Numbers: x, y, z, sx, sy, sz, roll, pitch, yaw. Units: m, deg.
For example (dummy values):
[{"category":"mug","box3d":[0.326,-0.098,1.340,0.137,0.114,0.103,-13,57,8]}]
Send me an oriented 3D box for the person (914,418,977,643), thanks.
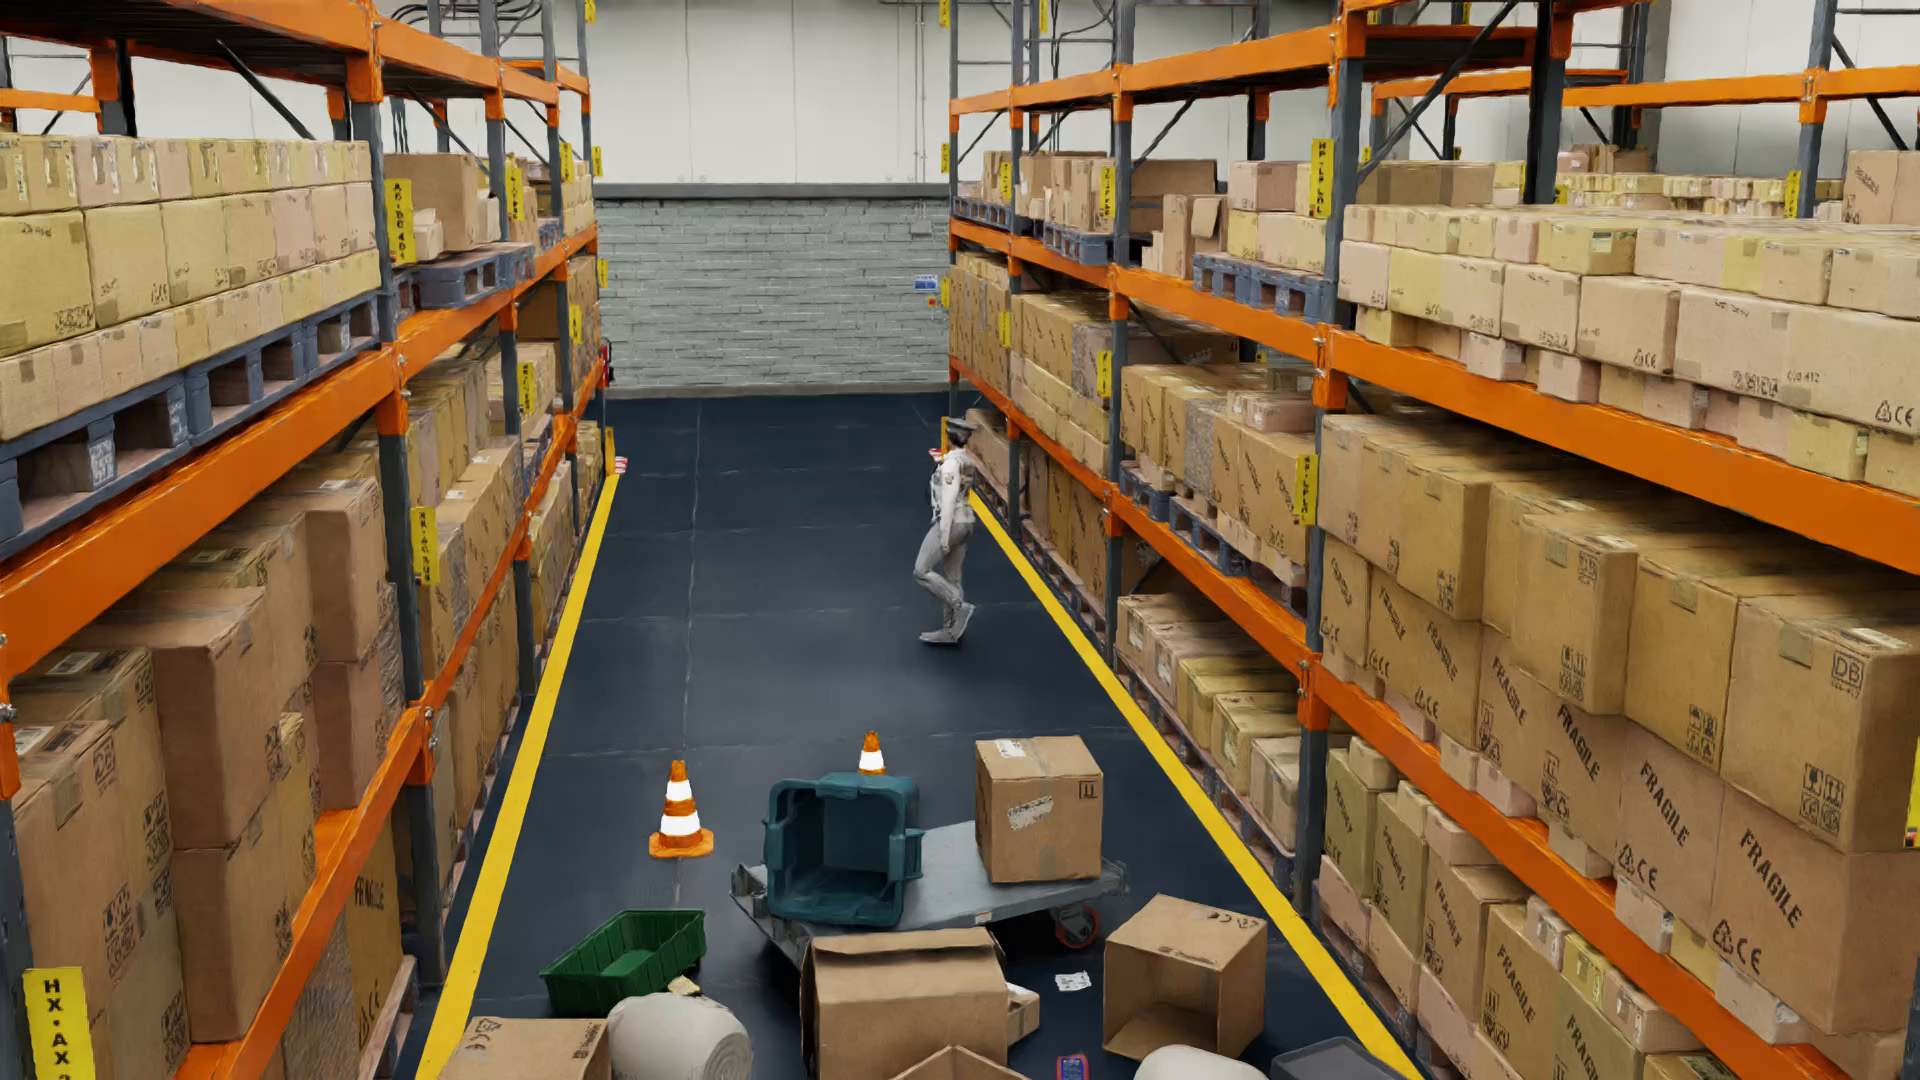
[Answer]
[{"category":"person","box3d":[-0.042,-0.067,12.257,0.488,1.625,0.625,6,14,23]}]
